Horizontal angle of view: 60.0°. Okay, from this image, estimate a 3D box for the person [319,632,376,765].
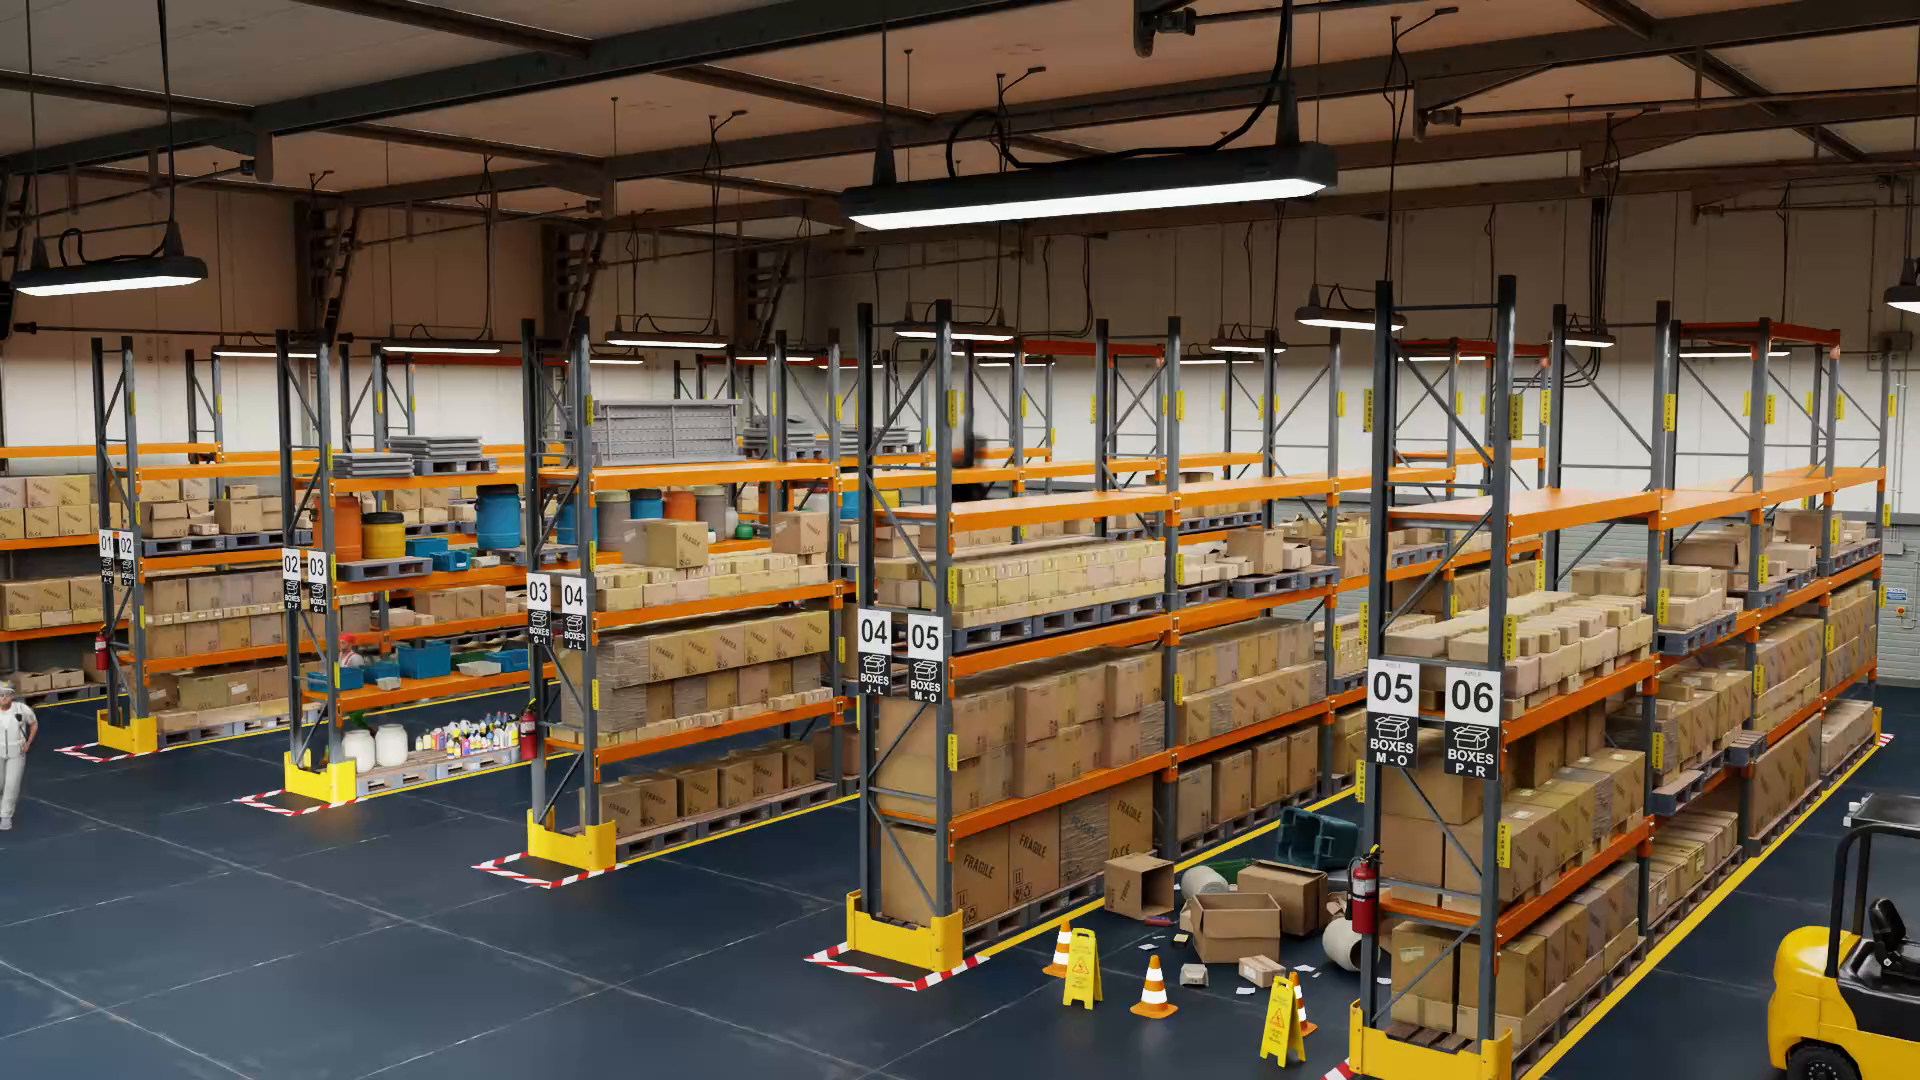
[{"bbox_3d":[-8.660,2.206,23.498,0.655,1.817,0.909,3,6,29],"label":"person"}]

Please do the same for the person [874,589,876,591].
[{"bbox_3d":[-1.735,1.260,35.015,0.725,1.791,0.741,3,6,27],"label":"person"}]

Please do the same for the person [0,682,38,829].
[{"bbox_3d":[-11.503,2.562,20.076,0.684,1.754,0.656,-3,6,-30],"label":"person"}]

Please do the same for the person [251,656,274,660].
[{"bbox_3d":[-11.715,1.880,28.029,0.597,1.744,0.701,3,6,30],"label":"person"}]
